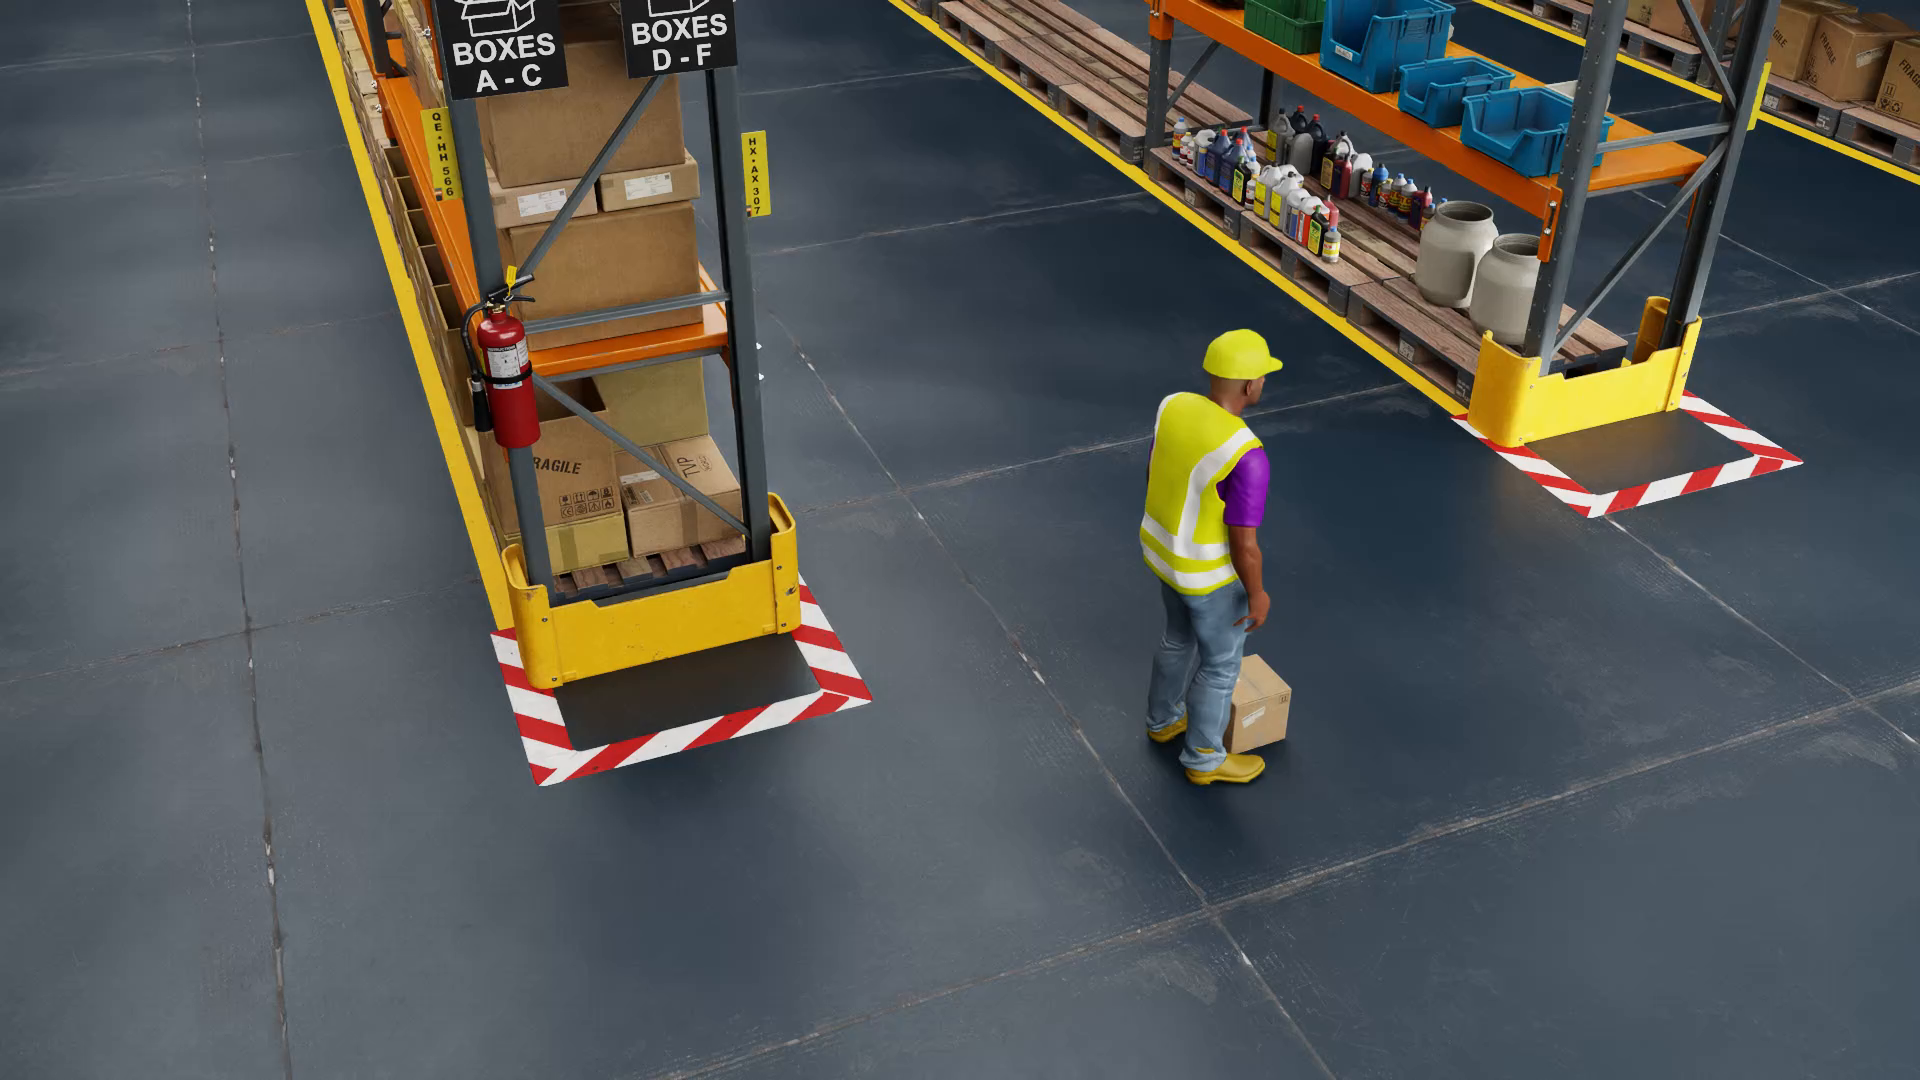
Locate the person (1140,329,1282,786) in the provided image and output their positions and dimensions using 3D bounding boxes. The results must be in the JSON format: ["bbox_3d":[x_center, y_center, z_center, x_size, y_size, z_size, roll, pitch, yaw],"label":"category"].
[{"bbox_3d":[0.899,0.061,6.031,0.458,1.760,0.634,-15,36,-22],"label":"person"}]
